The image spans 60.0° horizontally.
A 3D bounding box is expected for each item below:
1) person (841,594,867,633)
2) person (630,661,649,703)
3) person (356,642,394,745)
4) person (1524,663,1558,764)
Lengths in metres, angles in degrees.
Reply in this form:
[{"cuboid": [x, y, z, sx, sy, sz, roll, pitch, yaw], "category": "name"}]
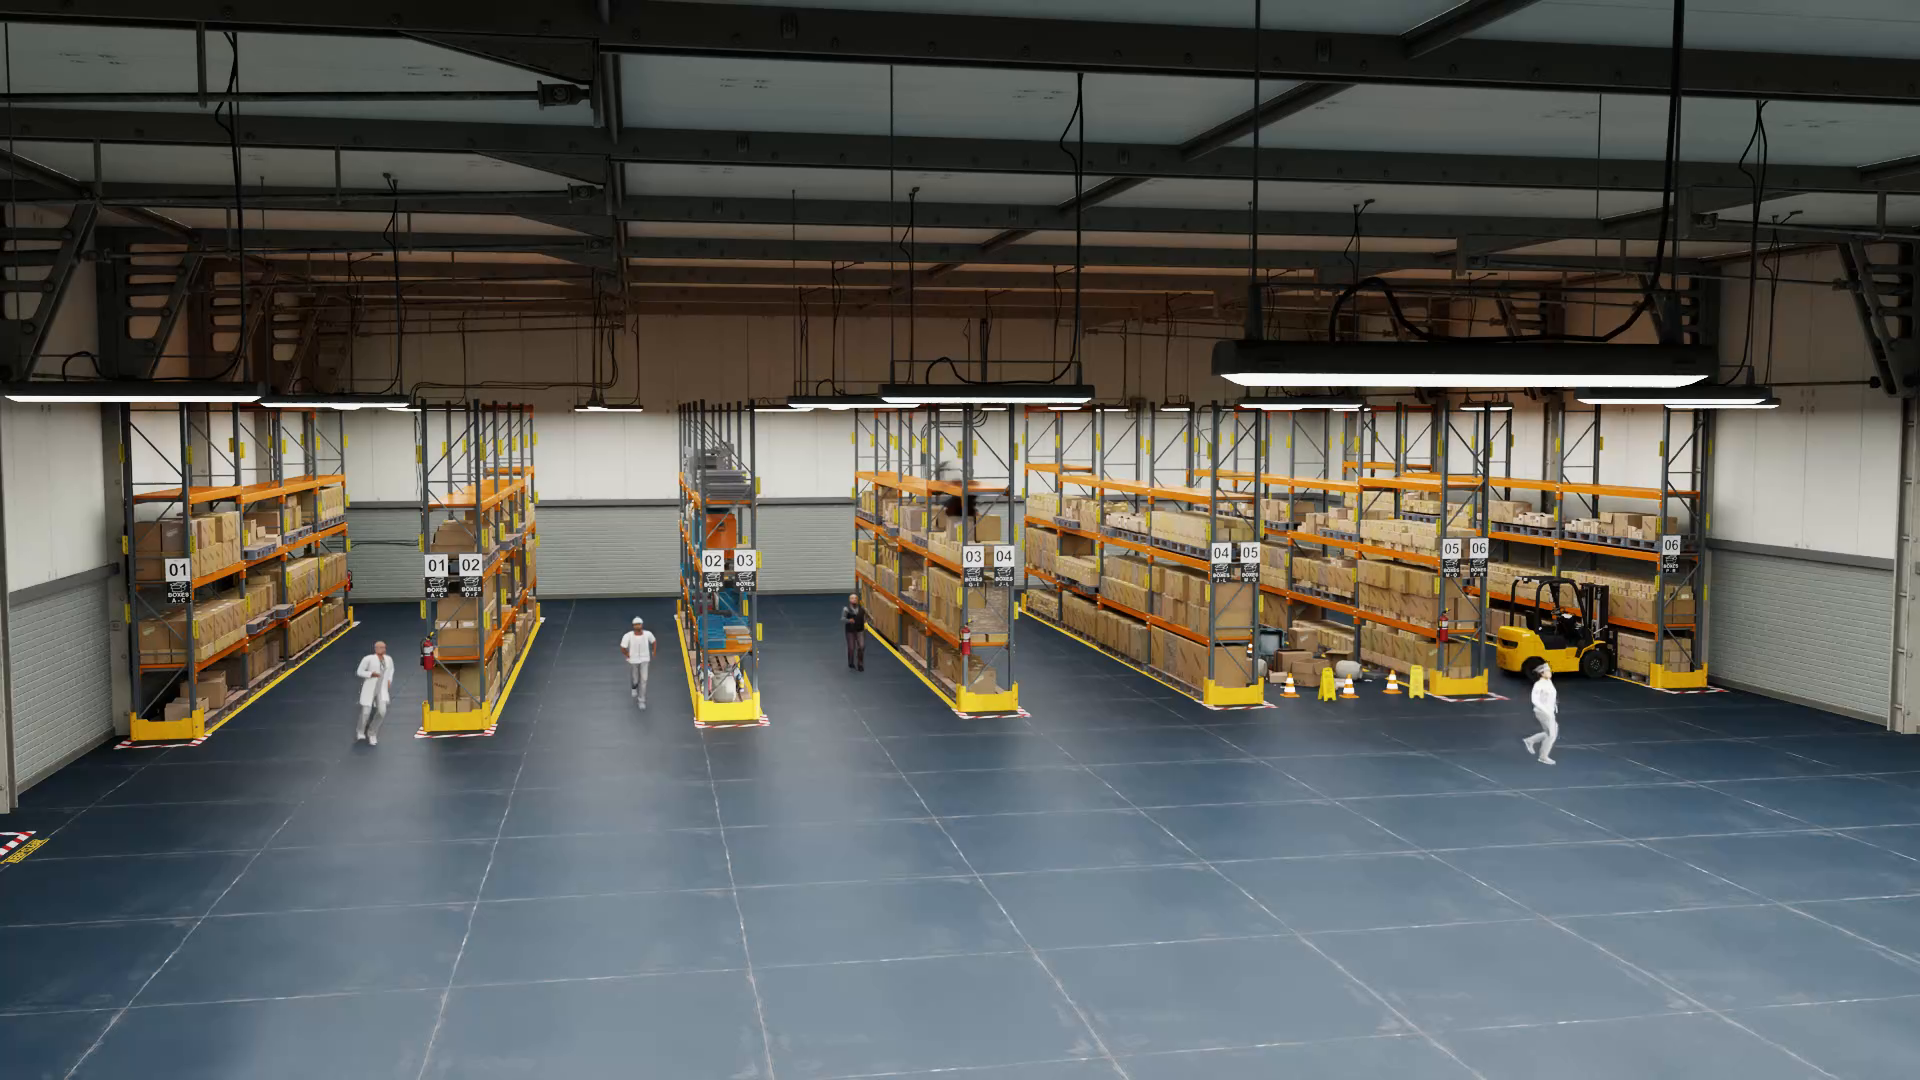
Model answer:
[{"cuboid": [-2.331, 1.626, 36.936, 0.635, 0.838, 0.653, -1, 4, -15], "category": "person"}, {"cuboid": [-6.325, 2.737, 32.774, 0.367, 0.885, 0.754, -1, 4, -15], "category": "person"}, {"cuboid": [-10.181, 2.672, 29.083, 0.712, 1.795, 0.769, -3, 5, -36], "category": "person"}, {"cuboid": [9.571, 2.837, 27.374, 0.518, 1.673, 0.616, 3, 5, 37], "category": "person"}]
